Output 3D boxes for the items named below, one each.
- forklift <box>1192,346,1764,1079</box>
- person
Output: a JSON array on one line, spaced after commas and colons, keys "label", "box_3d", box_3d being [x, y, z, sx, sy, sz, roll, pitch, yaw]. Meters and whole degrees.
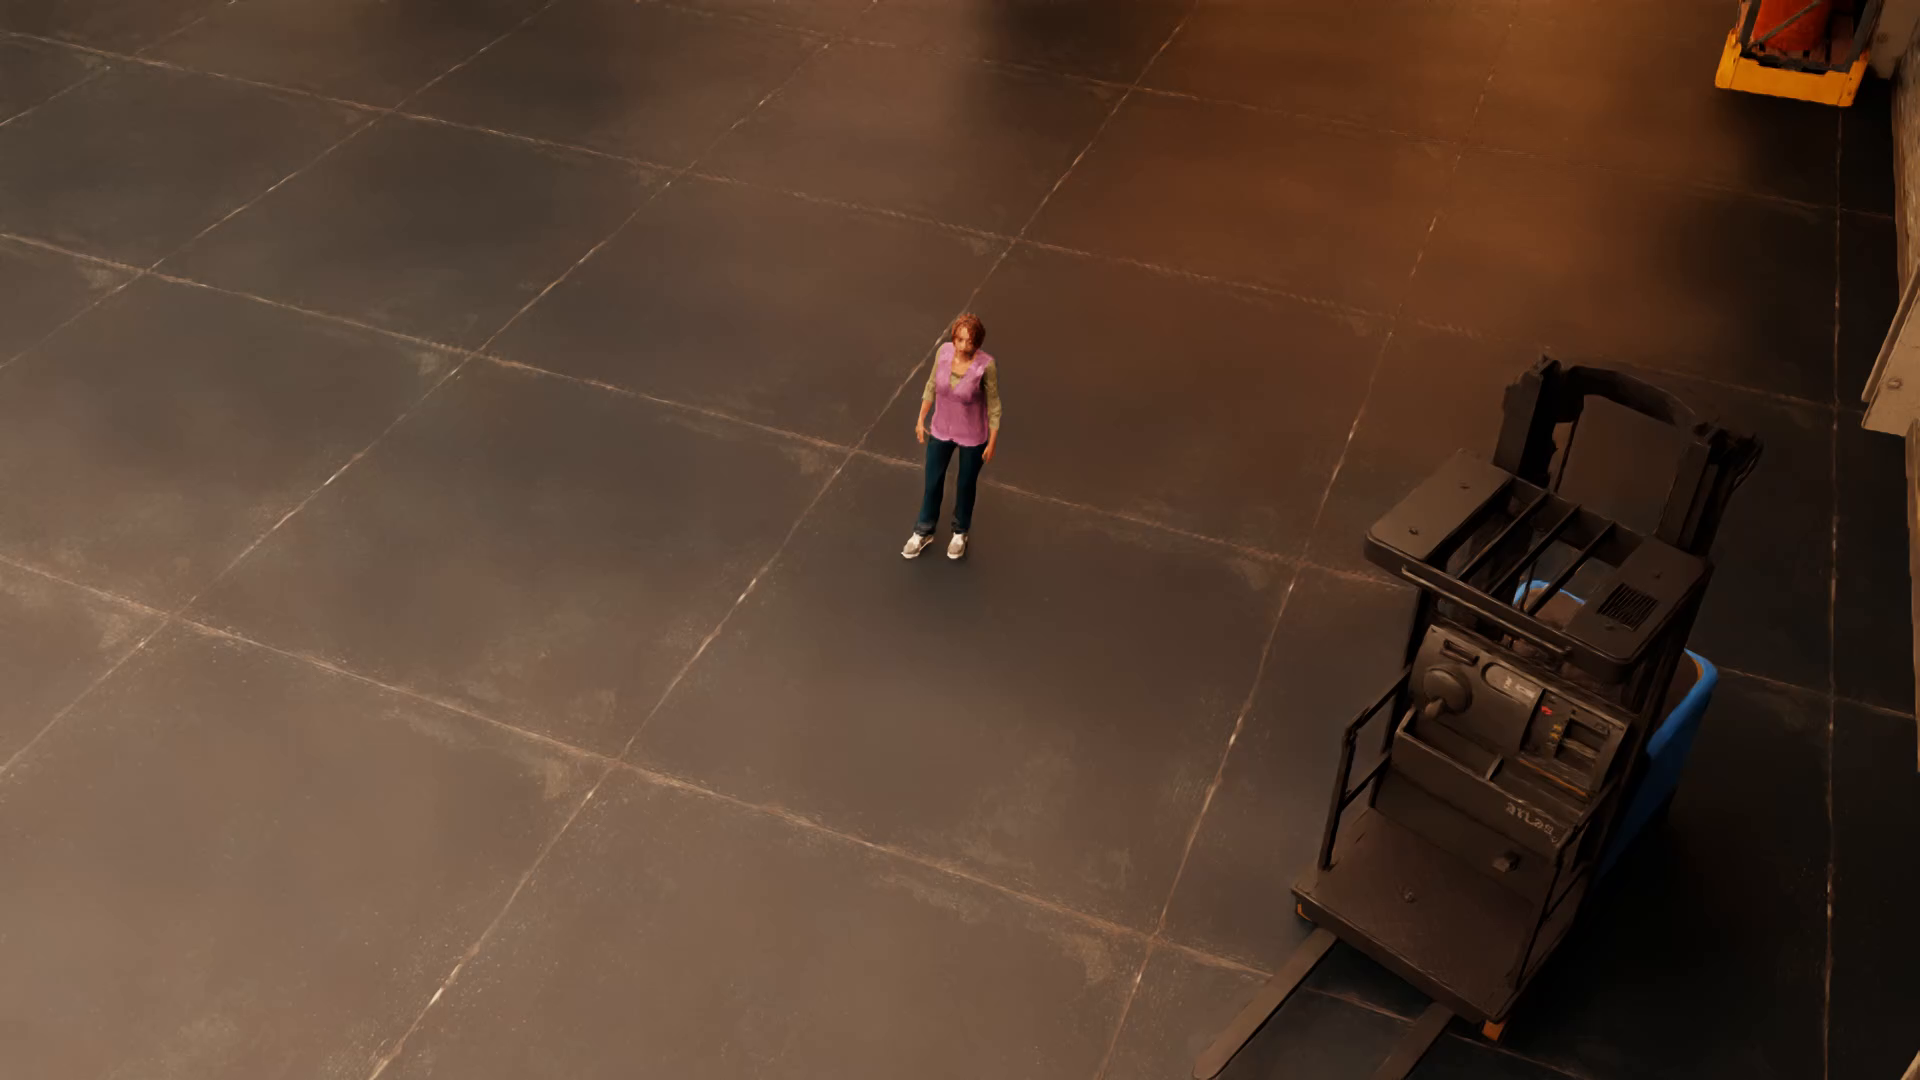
[{"label": "forklift", "box_3d": [2.266, 0.783, 7.071, 1.130, 2.935, 3.031, 30, 49, 31]}, {"label": "person", "box_3d": [-0.041, -0.577, 9.724, 0.520, 1.597, 0.474, 15, 42, 17]}]
